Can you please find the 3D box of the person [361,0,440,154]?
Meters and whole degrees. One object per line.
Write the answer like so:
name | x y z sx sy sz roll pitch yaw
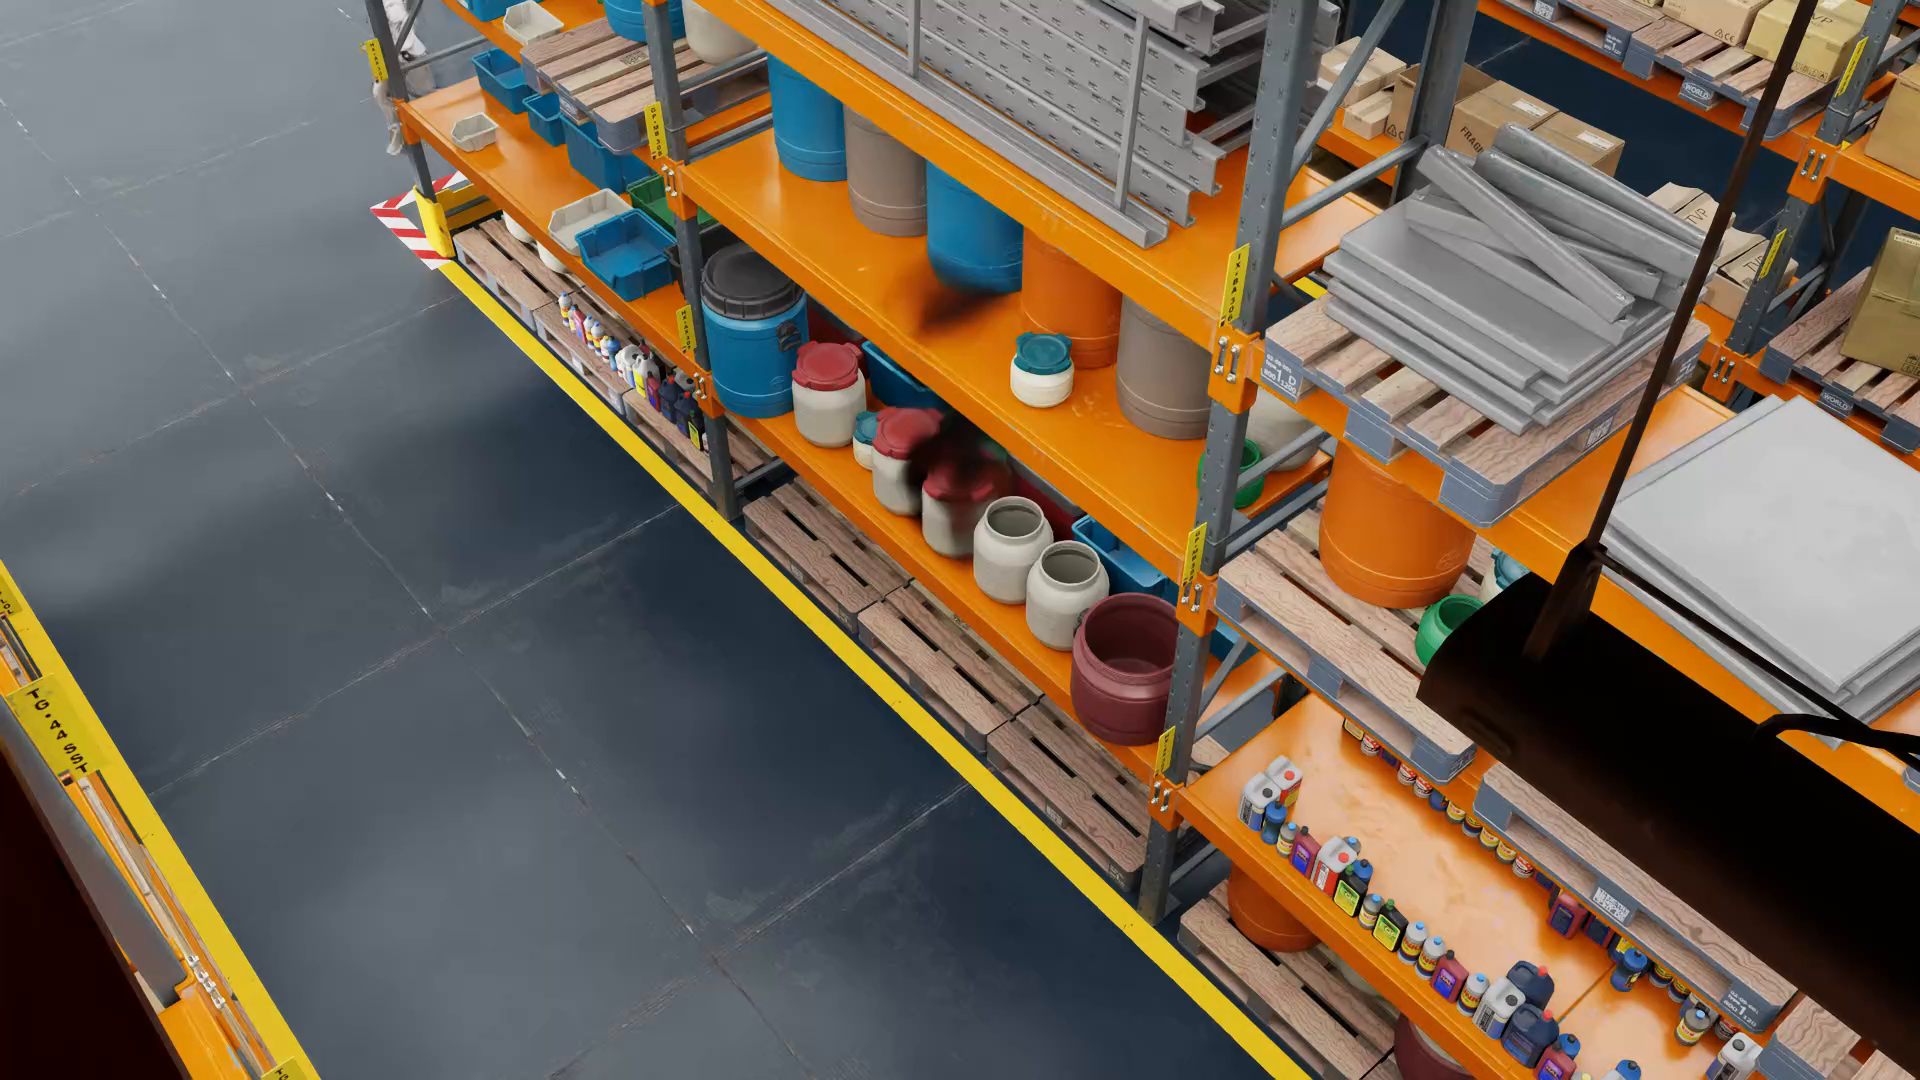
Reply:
person | -4.485 -3.947 13.594 0.785 1.728 0.658 -27 52 -23
